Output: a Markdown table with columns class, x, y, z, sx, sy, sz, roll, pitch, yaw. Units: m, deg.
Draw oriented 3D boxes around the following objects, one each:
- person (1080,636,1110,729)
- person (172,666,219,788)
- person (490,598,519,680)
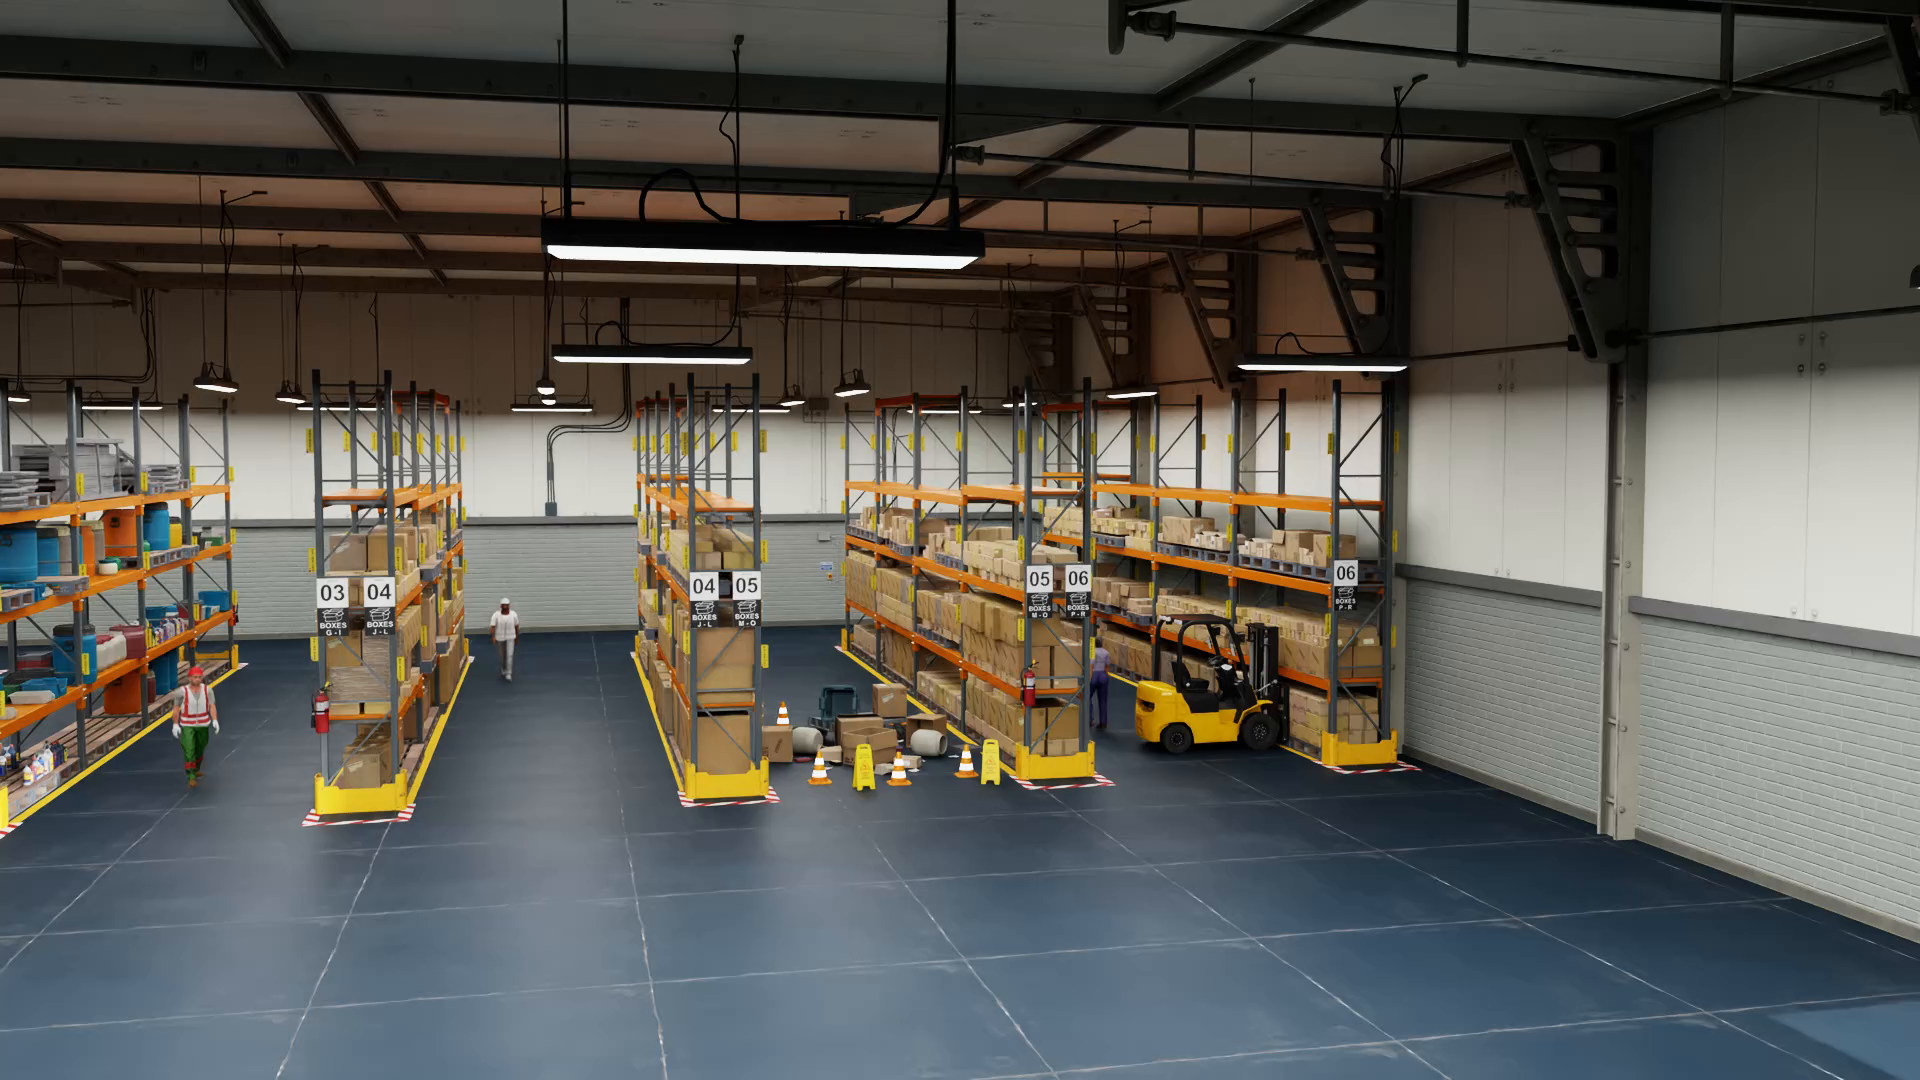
| class | x | y | z | sx | sy | sz | roll | pitch | yaw |
| --- | --- | --- | --- | --- | --- | --- | --- | --- | --- |
| person | 2.422 | 2.527 | 29.228 | 0.501 | 1.693 | 0.606 | -1 | 3 | -17 |
| person | -11.193 | 2.707 | 24.352 | 0.575 | 1.718 | 1.126 | -2 | 4 | -37 |
| person | -9.682 | 2.088 | 35.329 | 0.566 | 1.704 | 1.077 | -1 | 3 | -11 |
